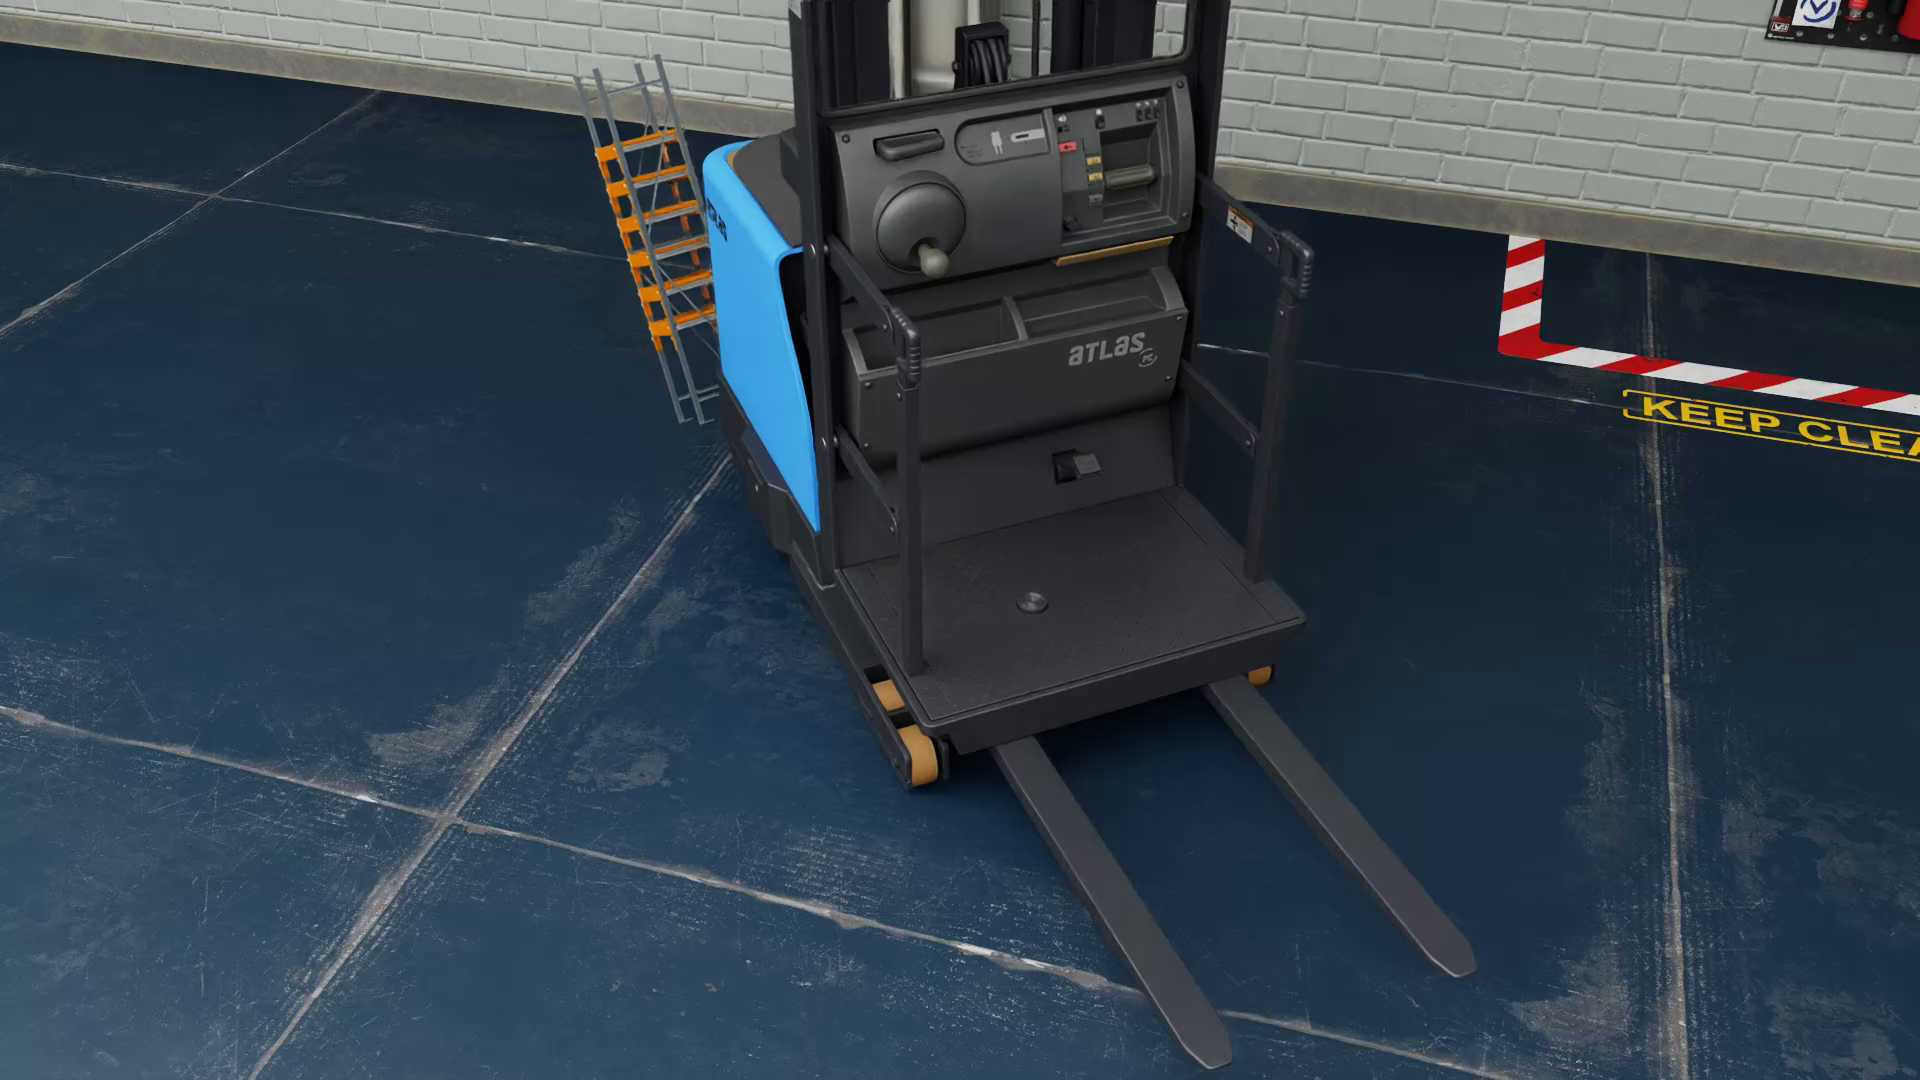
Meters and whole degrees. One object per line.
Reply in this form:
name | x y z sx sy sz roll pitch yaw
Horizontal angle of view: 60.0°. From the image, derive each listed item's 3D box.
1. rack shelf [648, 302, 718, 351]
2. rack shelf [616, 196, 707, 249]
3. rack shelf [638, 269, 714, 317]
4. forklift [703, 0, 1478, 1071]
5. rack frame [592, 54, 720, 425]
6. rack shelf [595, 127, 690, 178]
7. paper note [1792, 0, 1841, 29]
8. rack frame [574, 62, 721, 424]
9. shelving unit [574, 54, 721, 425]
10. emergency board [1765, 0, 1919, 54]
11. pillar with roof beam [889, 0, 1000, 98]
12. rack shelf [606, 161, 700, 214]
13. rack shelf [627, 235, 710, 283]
rack shelf | -0.910 -0.734 5.696 0.258 0.103 0.180 -23 17 -28
rack shelf | -1.000 -1.070 5.605 0.258 0.103 0.180 -23 17 -28
rack shelf | -0.940 -0.846 5.665 0.258 0.103 0.180 -23 17 -28
forklift | 0.234 -0.820 3.892 1.130 2.935 3.031 -14 39 -18
rack frame | -0.933 -0.991 5.547 0.240 1.200 0.006 -23 17 -28
rack shelf | -1.060 -1.295 5.545 0.258 0.103 0.180 -23 17 -28
paper note | 3.169 -1.971 6.141 0.142 0.148 0.016 10 38 14
rack frame | -1.029 -1.008 5.702 0.240 1.200 0.006 -23 17 -28
shelving unit | -0.981 -0.999 5.624 0.258 1.200 0.189 -23 17 -28
emergency board | 3.318 -2.255 5.784 0.643 1.169 0.194 10 38 14
pillar with roof beam | -1.346 -2.838 1.514 0.400 9.000 9.100 10 38 14
rack shelf | -1.030 -1.182 5.575 0.258 0.103 0.180 -23 17 -28
rack shelf | -0.970 -0.958 5.635 0.258 0.103 0.180 -23 17 -28
